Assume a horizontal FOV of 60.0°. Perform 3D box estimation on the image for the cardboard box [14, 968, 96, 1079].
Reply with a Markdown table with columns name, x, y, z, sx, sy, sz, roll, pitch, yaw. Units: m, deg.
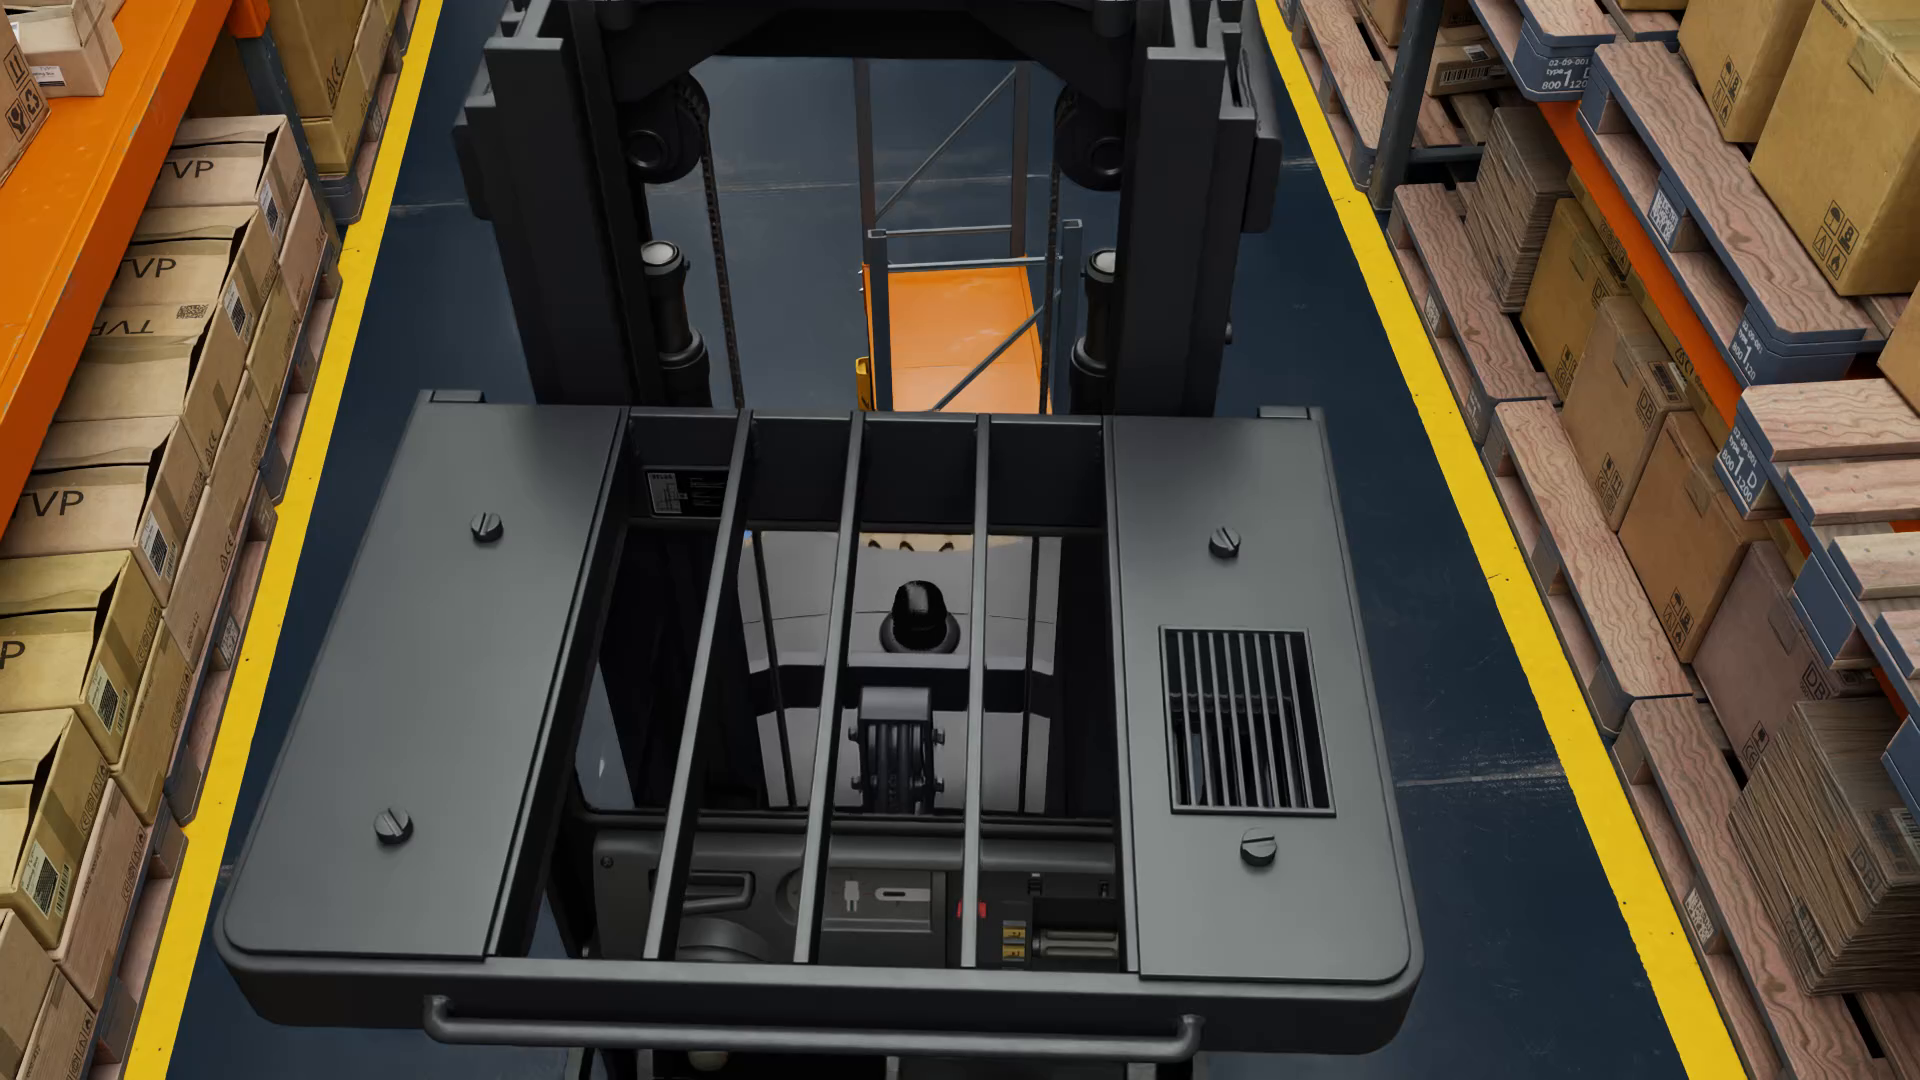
| name | x | y | z | sx | sy | sz | roll | pitch | yaw |
| --- | --- | --- | --- | --- | --- | --- | --- | --- | --- |
| cardboard box | -2.250 | 1.227 | 3.626 | 0.500 | 0.250 | 0.500 | -4 | 47 | -3 |

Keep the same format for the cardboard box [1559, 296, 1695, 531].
| name | x | y | z | sx | sy | sz | roll | pitch | yaw |
| --- | --- | --- | --- | --- | --- | --- | --- | --- | --- |
| cardboard box | 2.276 | -0.393 | 4.975 | 0.700 | 0.500 | 0.500 | -3 | 47 | -3 |

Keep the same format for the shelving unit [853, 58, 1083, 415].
| name | x | y | z | sx | sy | sz | roll | pitch | yaw |
| --- | --- | --- | --- | --- | --- | --- | --- | --- | --- |
| shelving unit | -0.006 | -0.571 | 4.758 | 0.587 | 1.500 | 1.083 | -3 | 47 | -3 |

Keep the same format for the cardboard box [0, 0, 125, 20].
| name | x | y | z | sx | sy | sz | roll | pitch | yaw |
| --- | --- | --- | --- | --- | --- | --- | --- | --- | --- |
| cardboard box | -2.749 | -1.666 | 4.865 | 0.500 | 0.250 | 0.500 | -1 | 47 | -1 |

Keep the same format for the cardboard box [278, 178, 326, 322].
| name | x | y | z | sx | sy | sz | roll | pitch | yaw |
| --- | --- | --- | --- | --- | --- | --- | --- | --- | --- |
| cardboard box | -2.510 | -0.988 | 5.724 | 0.500 | 0.250 | 0.500 | -4 | 47 | -4 |

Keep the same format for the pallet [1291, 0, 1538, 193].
| name | x | y | z | sx | sy | sz | roll | pitch | yaw |
| --- | --- | --- | --- | --- | --- | --- | --- | --- | --- |
| pallet | 2.011 | -1.900 | 6.904 | 1.003 | 0.211 | 1.213 | -3 | 47 | -3 |

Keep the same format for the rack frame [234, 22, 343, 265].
| name | x | y | z | sx | sy | sz | roll | pitch | yaw |
| --- | --- | --- | --- | --- | --- | --- | --- | --- | --- |
| rack frame | -2.834 | -2.071 | 5.146 | 1.000 | 3.000 | 0.127 | -3 | 47 | -3 |

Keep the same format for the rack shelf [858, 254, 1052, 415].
| name | x | y | z | sx | sy | sz | roll | pitch | yaw |
| --- | --- | --- | --- | --- | --- | --- | --- | --- | --- |
| rack shelf | -0.007 | -0.454 | 4.895 | 0.538 | 0.185 | 1.000 | -3 | 47 | -3 |

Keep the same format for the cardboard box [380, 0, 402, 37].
| name | x | y | z | sx | sy | sz | roll | pitch | yaw |
| --- | --- | --- | --- | --- | --- | --- | --- | --- | --- |
| cardboard box | -2.644 | -2.348 | 7.012 | 0.500 | 0.250 | 0.500 | -3 | 47 | -3 |

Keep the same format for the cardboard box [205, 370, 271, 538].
| name | x | y | z | sx | sy | sz | roll | pitch | yaw |
| --- | --- | --- | --- | --- | --- | --- | --- | --- | --- |
| cardboard box | -2.426 | -0.251 | 5.027 | 0.500 | 0.250 | 0.500 | -3 | 47 | -2 |

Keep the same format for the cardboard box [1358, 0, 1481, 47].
| name | x | y | z | sx | sy | sz | roll | pitch | yaw |
| --- | --- | --- | --- | --- | --- | --- | --- | --- | --- |
| cardboard box | 1.975 | -2.415 | 6.890 | 0.500 | 0.500 | 0.500 | -7 | 47 | -6 |

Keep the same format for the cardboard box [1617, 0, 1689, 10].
| name | x | y | z | sx | sy | sz | roll | pitch | yaw |
| --- | --- | --- | --- | --- | --- | --- | --- | --- | --- |
| cardboard box | 2.150 | -1.786 | 4.503 | 0.700 | 0.500 | 0.500 | 1 | 47 | 1 |

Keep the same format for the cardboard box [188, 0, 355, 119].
| name | x | y | z | sx | sy | sz | roll | pitch | yaw |
| --- | --- | --- | --- | --- | --- | --- | --- | --- | --- |
| cardboard box | -2.561 | -1.882 | 6.055 | 0.500 | 0.500 | 0.500 | -3 | 47 | -3 |

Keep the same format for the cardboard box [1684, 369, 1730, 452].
| name | x | y | z | sx | sy | sz | roll | pitch | yaw |
| --- | --- | --- | --- | --- | --- | --- | --- | --- | --- |
| cardboard box | 2.291 | -0.336 | 4.405 | 0.500 | 0.250 | 0.500 | -4 | 47 | -3 |

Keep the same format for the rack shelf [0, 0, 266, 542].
| name | x | y | z | sx | sy | sz | roll | pitch | yaw |
| --- | --- | --- | --- | --- | --- | --- | --- | --- | --- |
| rack shelf | -2.666 | -0.377 | 4.036 | 1.077 | 0.370 | 4.000 | -3 | 47 | -3 |

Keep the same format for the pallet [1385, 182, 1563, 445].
| name | x | y | z | sx | sy | sz | roll | pitch | yaw |
| --- | --- | --- | --- | --- | --- | --- | --- | --- | --- |
| pallet | 2.169 | -0.853 | 5.912 | 1.003 | 0.211 | 1.213 | -3 | 47 | -3 |

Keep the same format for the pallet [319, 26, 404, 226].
| name | x | y | z | sx | sy | sz | roll | pitch | yaw |
| --- | --- | --- | --- | --- | --- | --- | --- | --- | --- |
| pallet | -2.859 | -1.690 | 6.705 | 1.003 | 0.211 | 1.213 | -3 | 47 | -3 |

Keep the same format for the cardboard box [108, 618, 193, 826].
| name | x | y | z | sx | sy | sz | roll | pitch | yaw |
| --- | --- | --- | --- | --- | --- | --- | --- | --- | --- |
| cardboard box | -2.343 | 0.488 | 4.327 | 0.500 | 0.250 | 0.500 | -5 | 47 | -4 |

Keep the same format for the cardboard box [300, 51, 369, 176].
| name | x | y | z | sx | sy | sz | roll | pitch | yaw |
| --- | --- | --- | --- | --- | --- | --- | --- | --- | --- |
| cardboard box | -2.571 | -1.624 | 6.327 | 0.500 | 0.250 | 0.500 | -3 | 47 | -3 |

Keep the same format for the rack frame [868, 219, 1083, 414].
| name | x | y | z | sx | sy | sz | roll | pitch | yaw |
| --- | --- | --- | --- | --- | --- | --- | --- | --- | --- |
| rack frame | 0.035 | -0.210 | 4.416 | 0.500 | 1.500 | 0.032 | -3 | 47 | -3 |

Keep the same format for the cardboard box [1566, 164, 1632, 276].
| name | x | y | z | sx | sy | sz | roll | pitch | yaw |
| --- | --- | --- | --- | --- | --- | --- | --- | --- | --- |
| cardboard box | 2.221 | -1.075 | 5.104 | 0.500 | 0.250 | 0.500 | -4 | 47 | -4 |

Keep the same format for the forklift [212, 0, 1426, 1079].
| name | x | y | z | sx | sy | sz | roll | pitch | yaw |
| --- | --- | --- | --- | --- | --- | --- | --- | --- | --- |
| forklift | -0.117 | 0.758 | 2.513 | 1.130 | 2.935 | 3.031 | 1 | 47 | 1 |

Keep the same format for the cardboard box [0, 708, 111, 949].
| name | x | y | z | sx | sy | sz | roll | pitch | yaw |
| --- | --- | --- | --- | --- | --- | --- | --- | --- | --- |
| cardboard box | -2.303 | 0.655 | 3.782 | 0.500 | 0.311 | 0.500 | -5 | 47 | -4 |

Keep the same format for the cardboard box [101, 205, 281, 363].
| name | x | y | z | sx | sy | sz | roll | pitch | yaw |
| --- | --- | --- | --- | --- | --- | --- | --- | --- | --- |
| cardboard box | -2.464 | -0.811 | 5.171 | 0.500 | 0.311 | 0.500 | -2 | 47 | -2 |

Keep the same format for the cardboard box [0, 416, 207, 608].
| name | x | y | z | sx | sy | sz | roll | pitch | yaw |
| --- | --- | --- | --- | --- | --- | --- | --- | --- | --- |
| cardboard box | -2.387 | -0.086 | 4.484 | 0.500 | 0.311 | 0.500 | -4 | 47 | -4 |

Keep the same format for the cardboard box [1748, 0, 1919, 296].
| name | x | y | z | sx | sy | sz | roll | pitch | yaw |
| --- | --- | --- | --- | --- | --- | --- | --- | --- | --- |
| cardboard box | 2.261 | -0.906 | 3.670 | 0.700 | 0.500 | 0.500 | -3 | 47 | -3 |

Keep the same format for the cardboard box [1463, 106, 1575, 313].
| name | x | y | z | sx | sy | sz | roll | pitch | yaw |
| --- | --- | --- | --- | --- | --- | --- | --- | --- | --- |
| cardboard box | 2.180 | -1.135 | 5.678 | 0.700 | 0.500 | 0.500 | -2 | 47 | -2 |

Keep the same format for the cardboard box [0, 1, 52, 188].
| name | x | y | z | sx | sy | sz | roll | pitch | yaw |
| --- | --- | --- | --- | --- | --- | --- | --- | --- | --- |
| cardboard box | -2.742 | -1.168 | 4.221 | 0.500 | 0.500 | 0.500 | 0 | 47 | 0 |

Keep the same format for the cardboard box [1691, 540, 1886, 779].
| name | x | y | z | sx | sy | sz | roll | pitch | yaw |
| --- | --- | --- | --- | --- | --- | --- | --- | --- | --- |
| cardboard box | 2.397 | 0.330 | 4.290 | 0.700 | 0.500 | 0.500 | -4 | 47 | -3 |

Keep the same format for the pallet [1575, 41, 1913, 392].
| name | x | y | z | sx | sy | sz | roll | pitch | yaw |
| --- | --- | --- | --- | --- | --- | --- | --- | --- | --- |
| pallet | 2.230 | -0.845 | 4.116 | 1.003 | 0.211 | 1.213 | -3 | 47 | -3 |

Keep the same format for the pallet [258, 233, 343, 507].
| name | x | y | z | sx | sy | sz | roll | pitch | yaw |
| --- | --- | --- | --- | --- | --- | --- | --- | --- | --- |
| pallet | -2.733 | -0.582 | 5.655 | 1.003 | 0.211 | 1.213 | -3 | 47 | -3 |

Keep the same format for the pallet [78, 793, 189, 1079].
| name | x | y | z | sx | sy | sz | roll | pitch | yaw |
| --- | --- | --- | --- | --- | --- | --- | --- | --- | --- |
| pallet | -2.529 | 1.184 | 3.983 | 1.003 | 0.211 | 1.213 | -3 | 47 | -3 |
